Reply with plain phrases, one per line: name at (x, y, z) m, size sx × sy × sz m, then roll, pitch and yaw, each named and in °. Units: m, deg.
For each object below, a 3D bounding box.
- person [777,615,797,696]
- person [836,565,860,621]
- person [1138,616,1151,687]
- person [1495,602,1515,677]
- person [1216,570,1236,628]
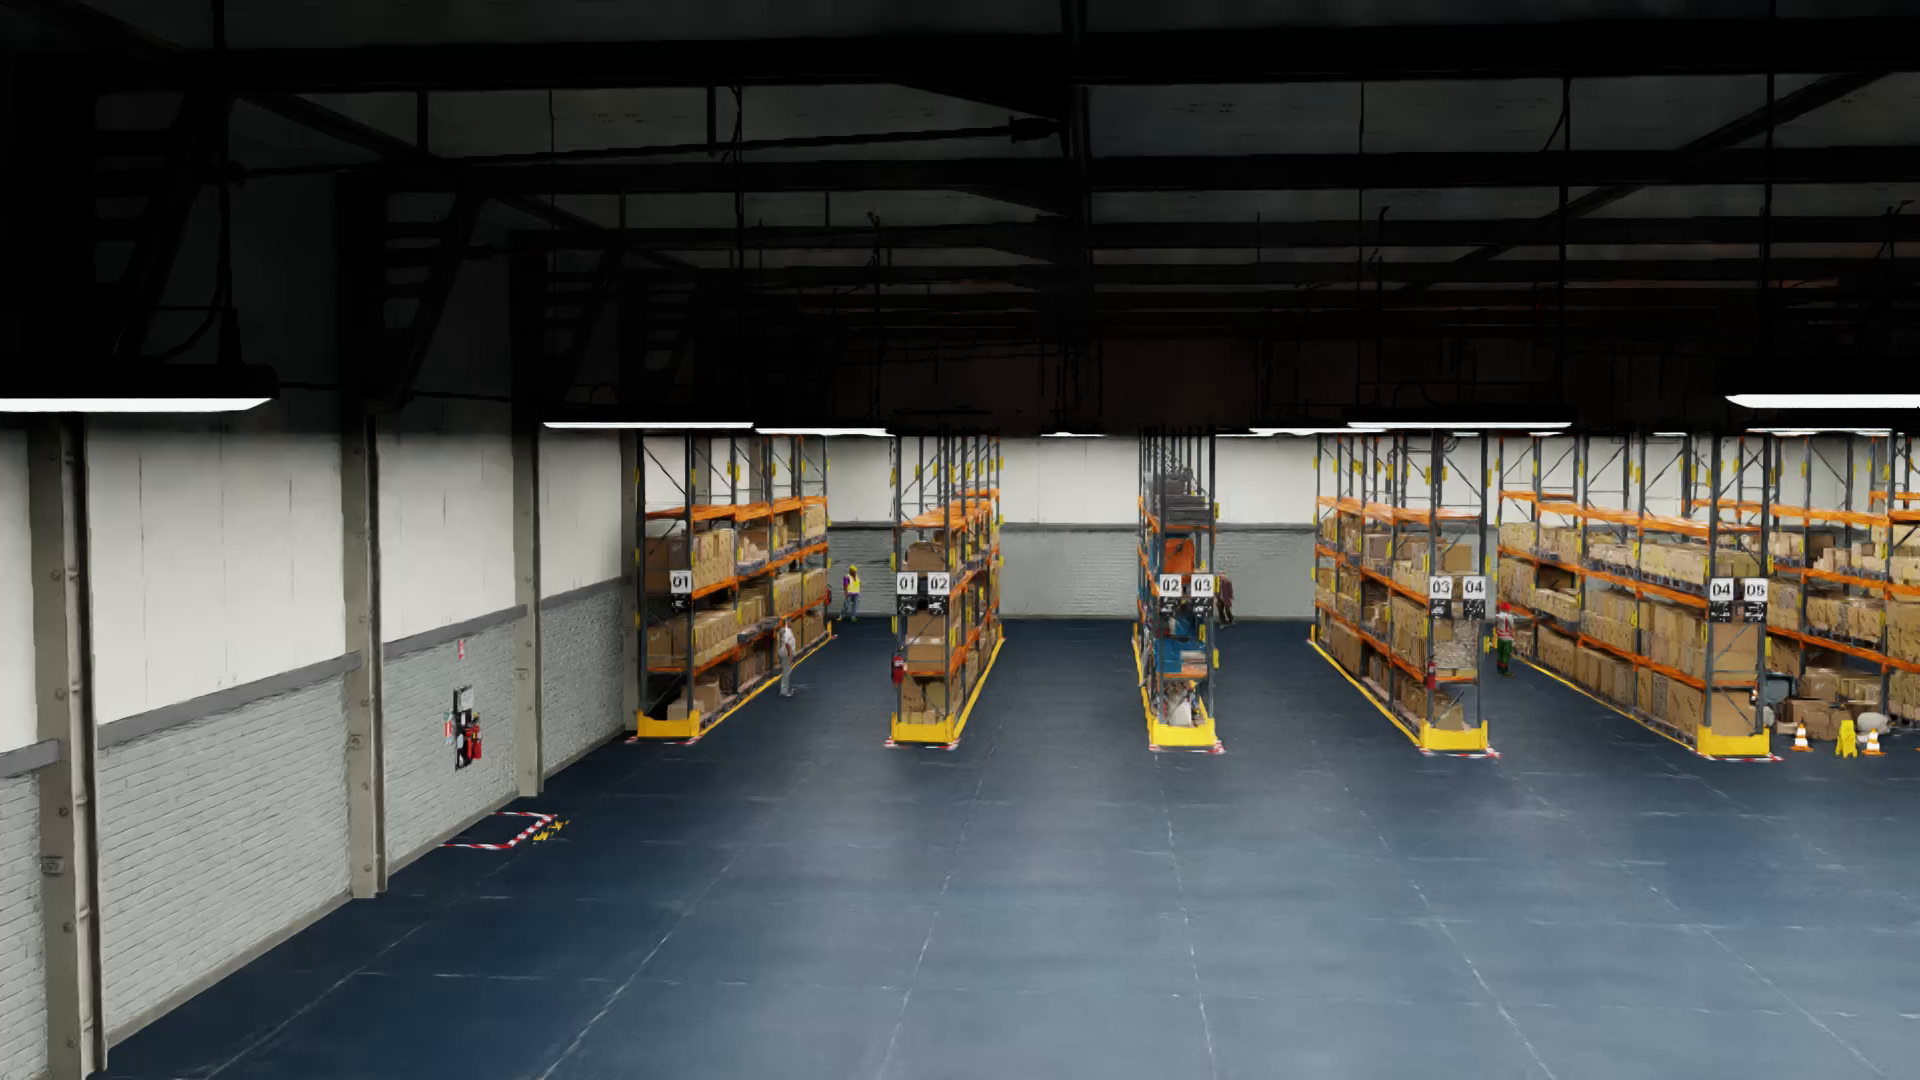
person at (-3.835, 2.568, 37.146) m, size 0.492 × 1.767 × 0.625 m, roll -1°, pitch 4°, yaw -19°
person at (-3.498, 1.673, 52.202) m, size 0.743 × 1.761 × 0.489 m, roll -3°, pitch 4°, yaw -39°
person at (4.422, 2.529, 38.047) m, size 0.521 × 1.637 × 0.947 m, roll 2°, pitch 4°, yaw 26°
person at (13.123, 2.378, 39.957) m, size 0.443 × 1.787 × 0.600 m, roll -2°, pitch 4°, yaw -26°
person at (8.061, 1.772, 50.483) m, size 0.623 × 1.768 × 0.598 m, roll 3°, pitch 5°, yaw 40°
